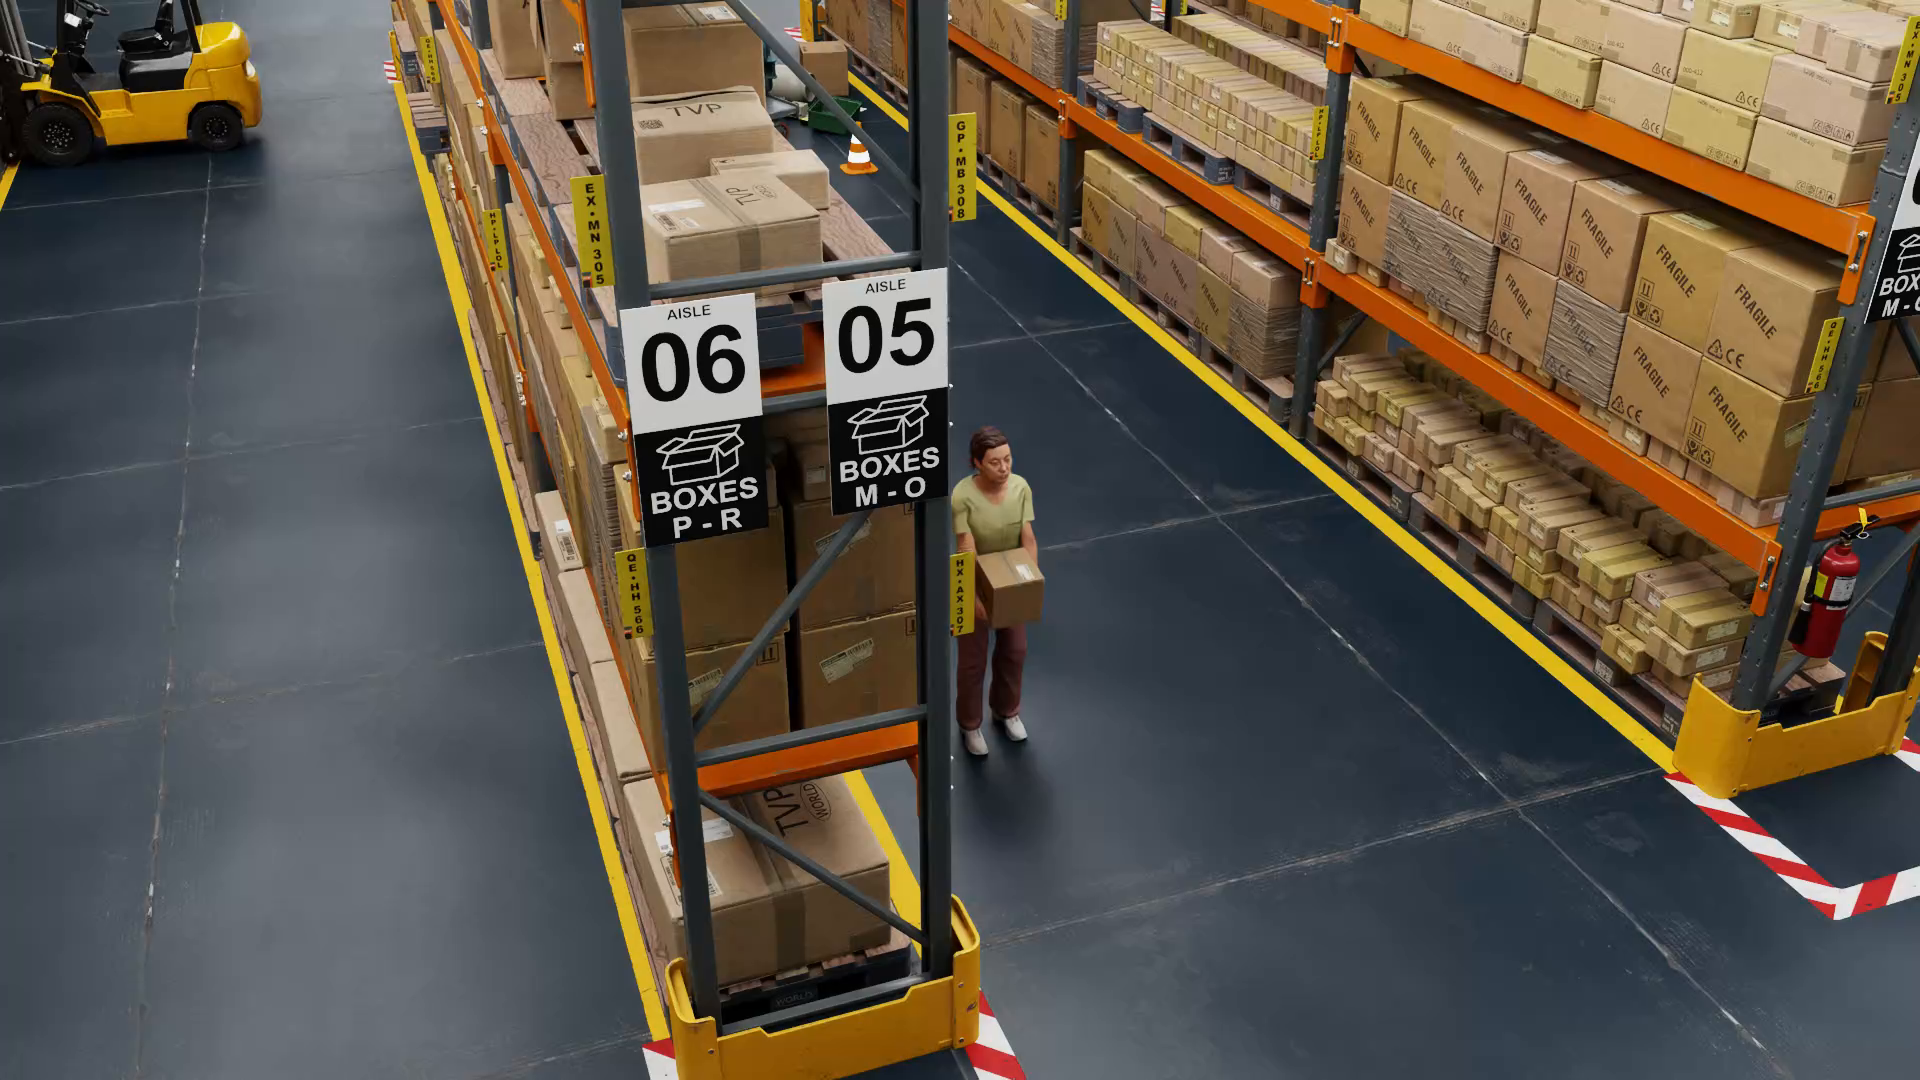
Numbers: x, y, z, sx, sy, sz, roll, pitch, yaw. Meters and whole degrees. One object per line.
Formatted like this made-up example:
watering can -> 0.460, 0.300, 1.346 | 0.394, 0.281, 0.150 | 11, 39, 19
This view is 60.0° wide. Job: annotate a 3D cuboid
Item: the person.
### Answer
person -> 0.170, 0.264, 7.894 | 0.406, 1.669, 0.514 | -10, 31, -17
